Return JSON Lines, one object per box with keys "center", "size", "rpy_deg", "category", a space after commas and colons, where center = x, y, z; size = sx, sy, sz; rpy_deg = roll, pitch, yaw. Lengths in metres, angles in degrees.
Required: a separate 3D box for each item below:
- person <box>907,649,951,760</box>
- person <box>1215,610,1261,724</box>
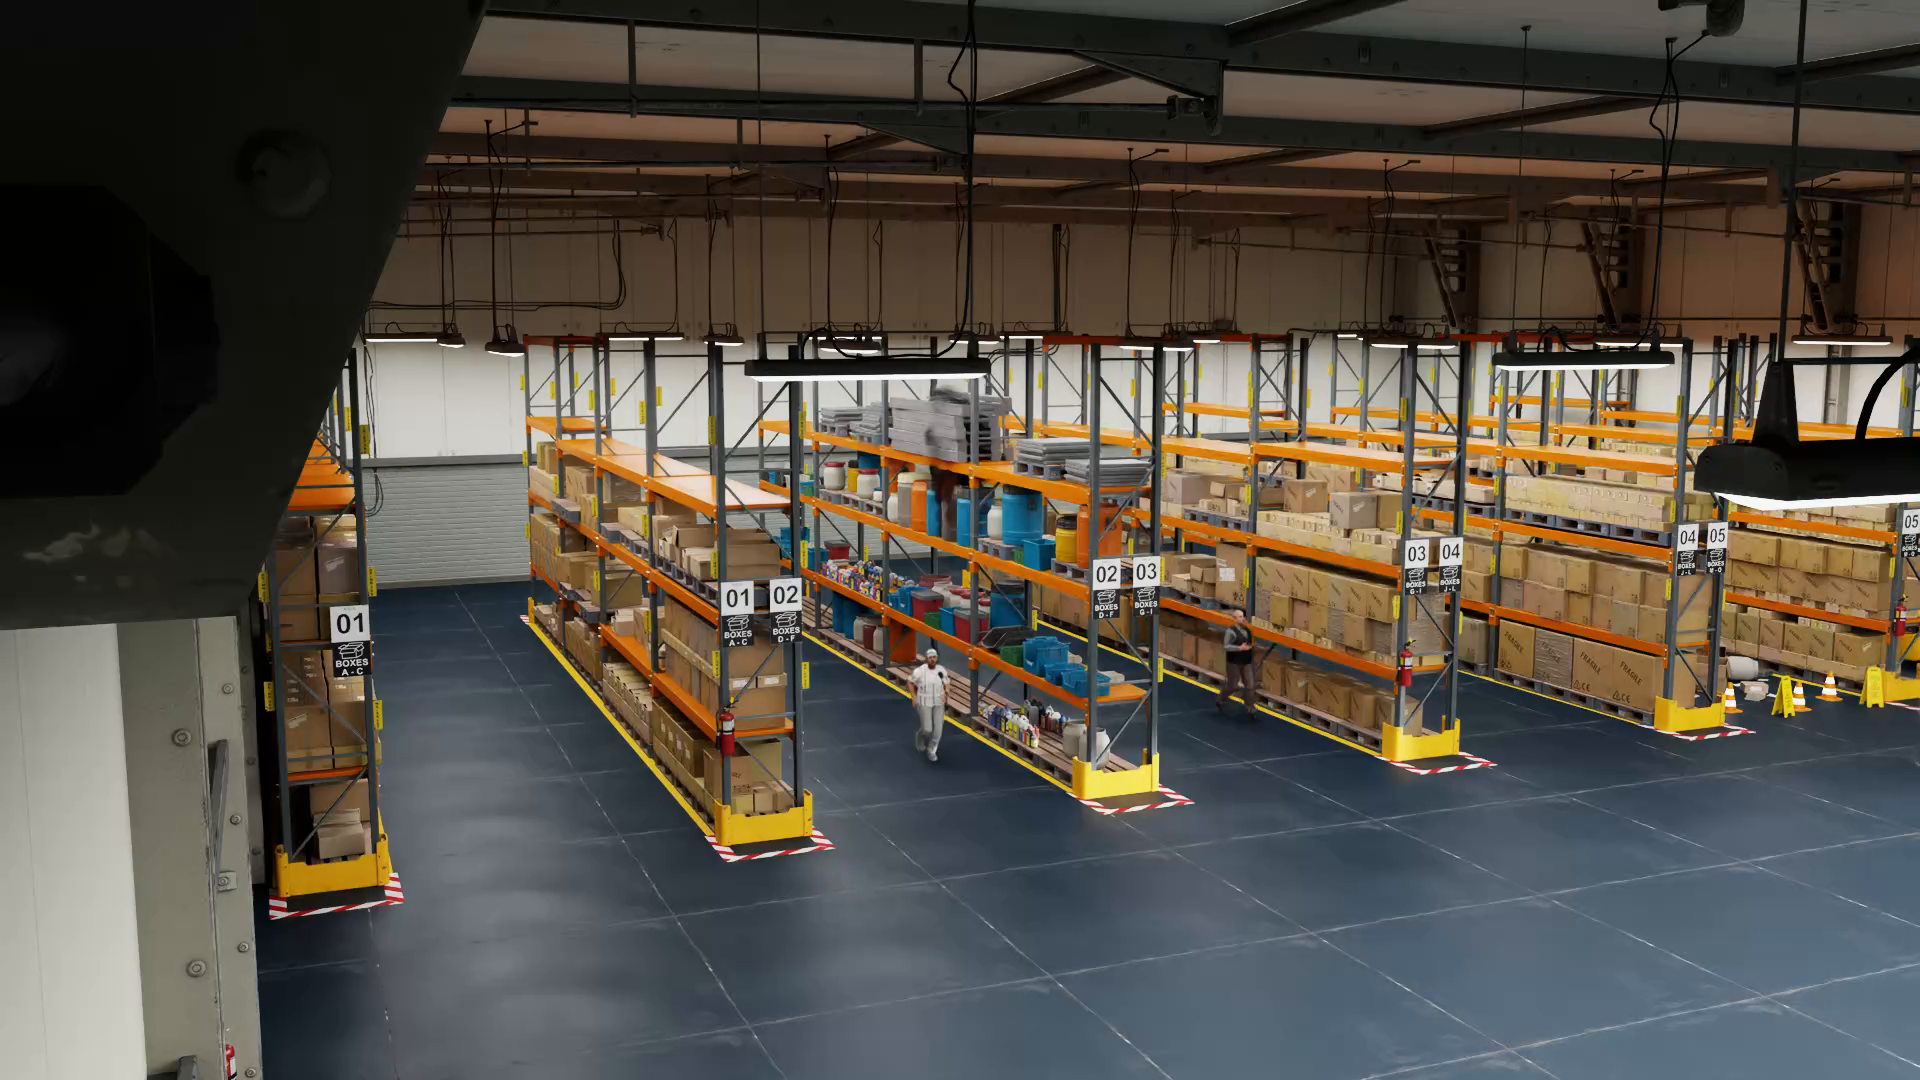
{"center": [-0.412, 2.368, 23.861], "size": [0.609, 1.621, 0.551], "rpy_deg": [-2, 8, -16], "category": "person"}
{"center": [4.397, 1.972, 26.264], "size": [0.653, 1.742, 0.902], "rpy_deg": [-5, 9, -32], "category": "person"}
